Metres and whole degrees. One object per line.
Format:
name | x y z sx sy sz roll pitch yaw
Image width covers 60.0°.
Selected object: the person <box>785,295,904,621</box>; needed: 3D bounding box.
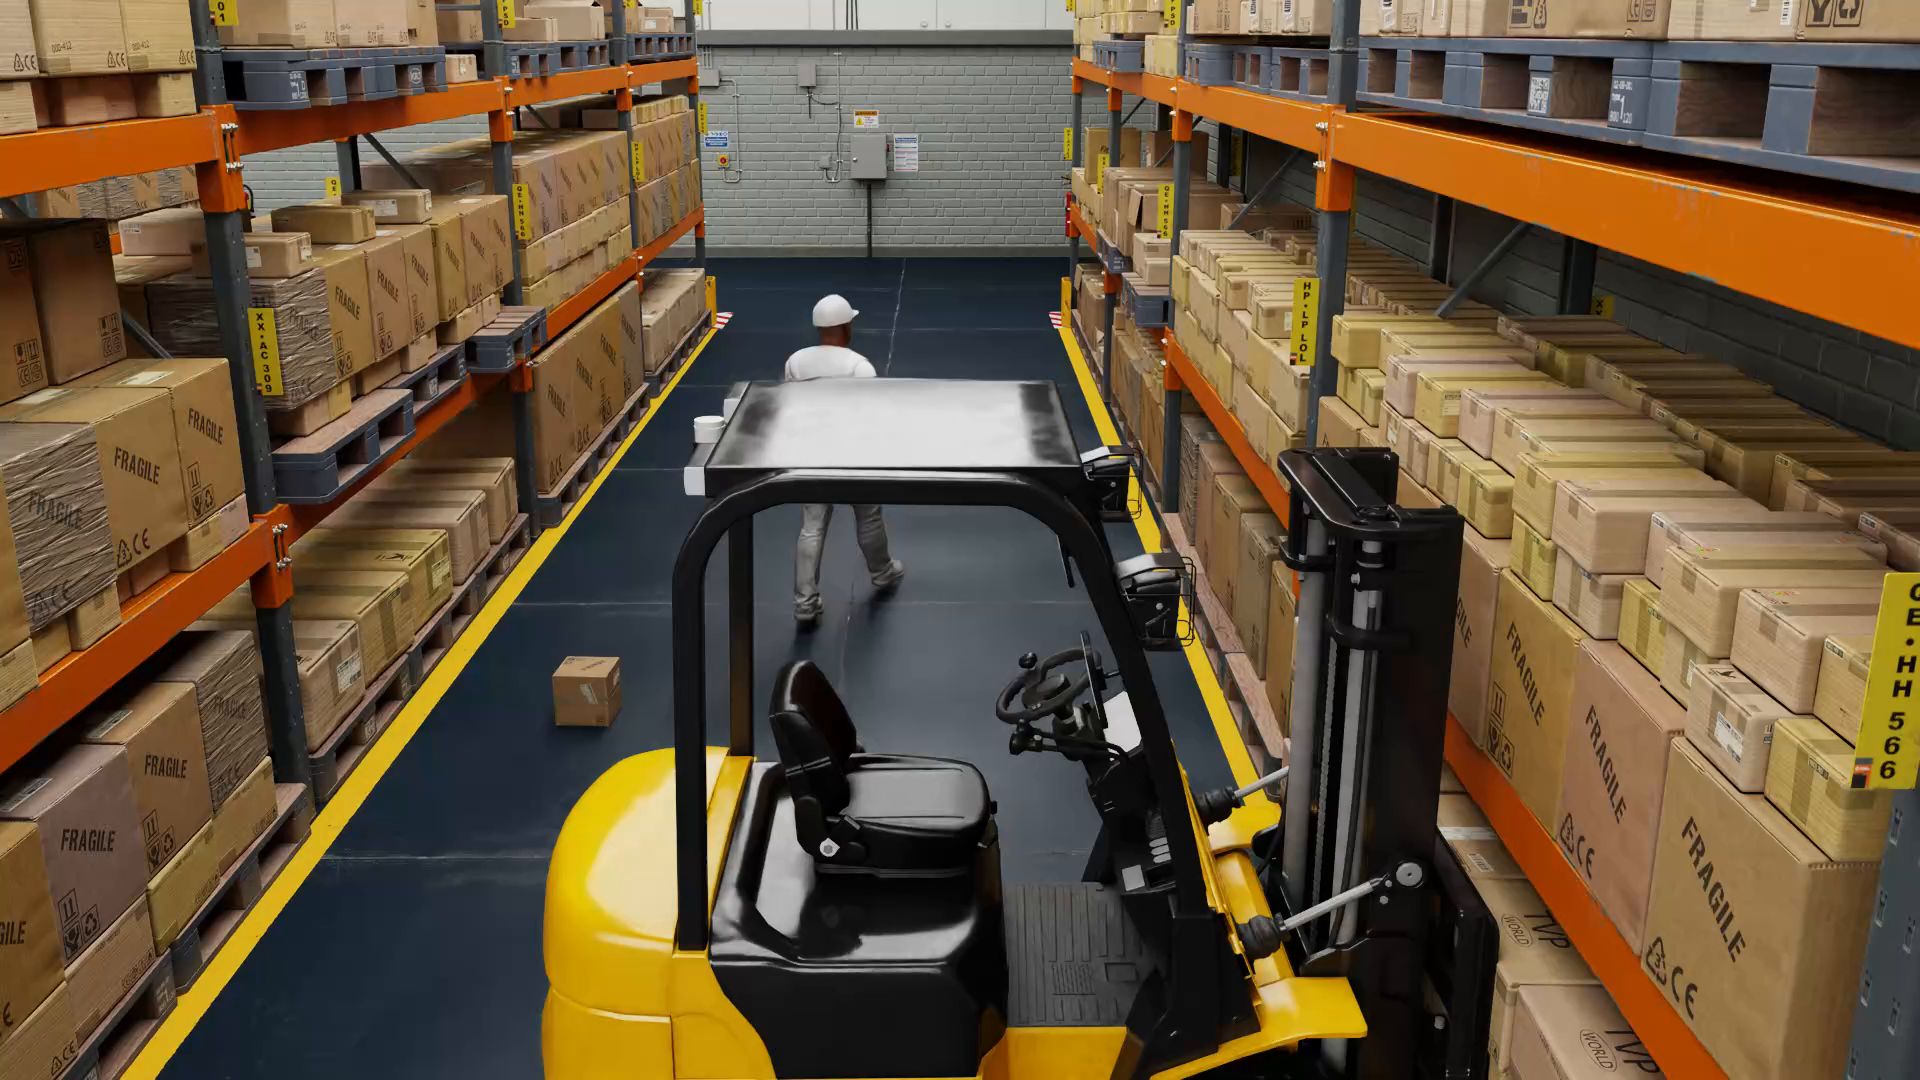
person | -0.643 -0.498 9.075 0.580 1.703 1.053 6 18 19
